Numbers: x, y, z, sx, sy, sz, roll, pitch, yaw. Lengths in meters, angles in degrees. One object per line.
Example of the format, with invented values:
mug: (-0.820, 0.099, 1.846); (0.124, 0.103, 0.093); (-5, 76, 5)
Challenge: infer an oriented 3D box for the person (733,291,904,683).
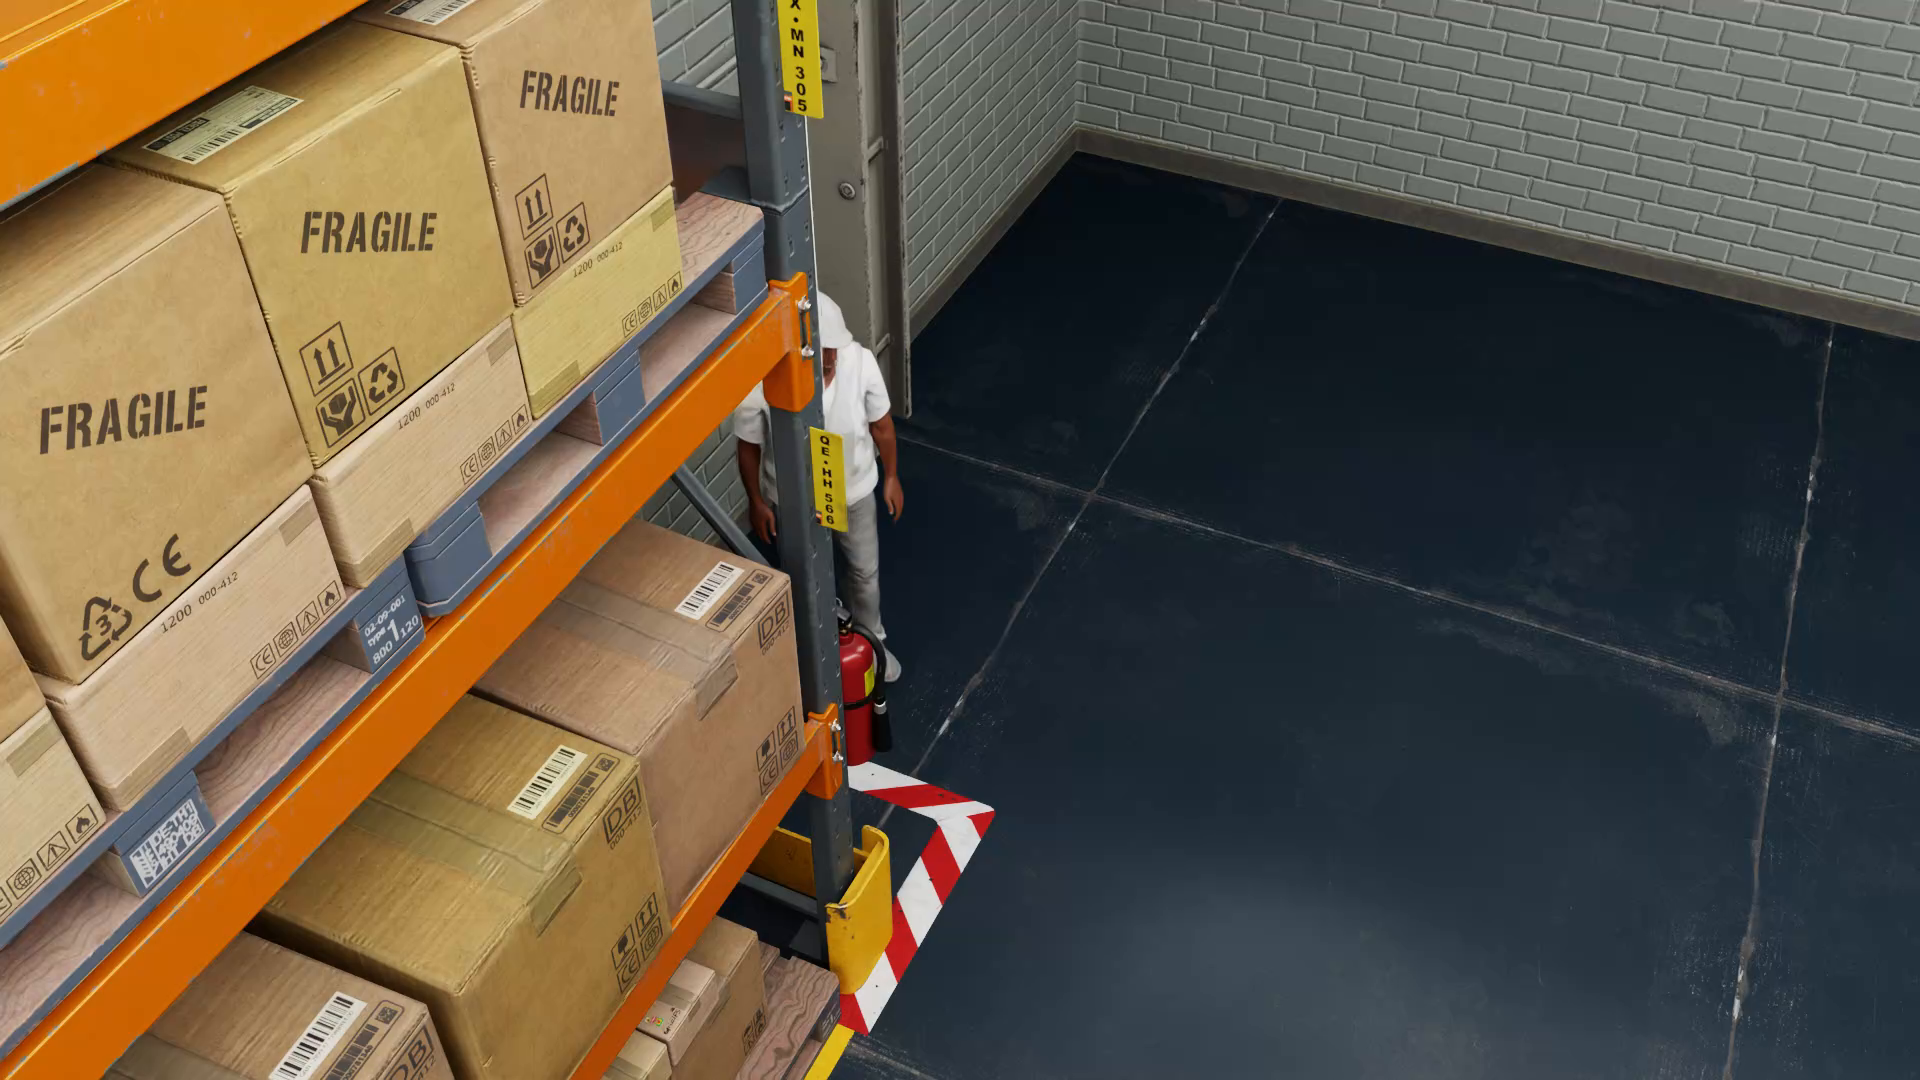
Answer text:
person: (-0.520, -0.183, 6.307); (0.616, 1.768, 0.453); (-7, 42, -7)
